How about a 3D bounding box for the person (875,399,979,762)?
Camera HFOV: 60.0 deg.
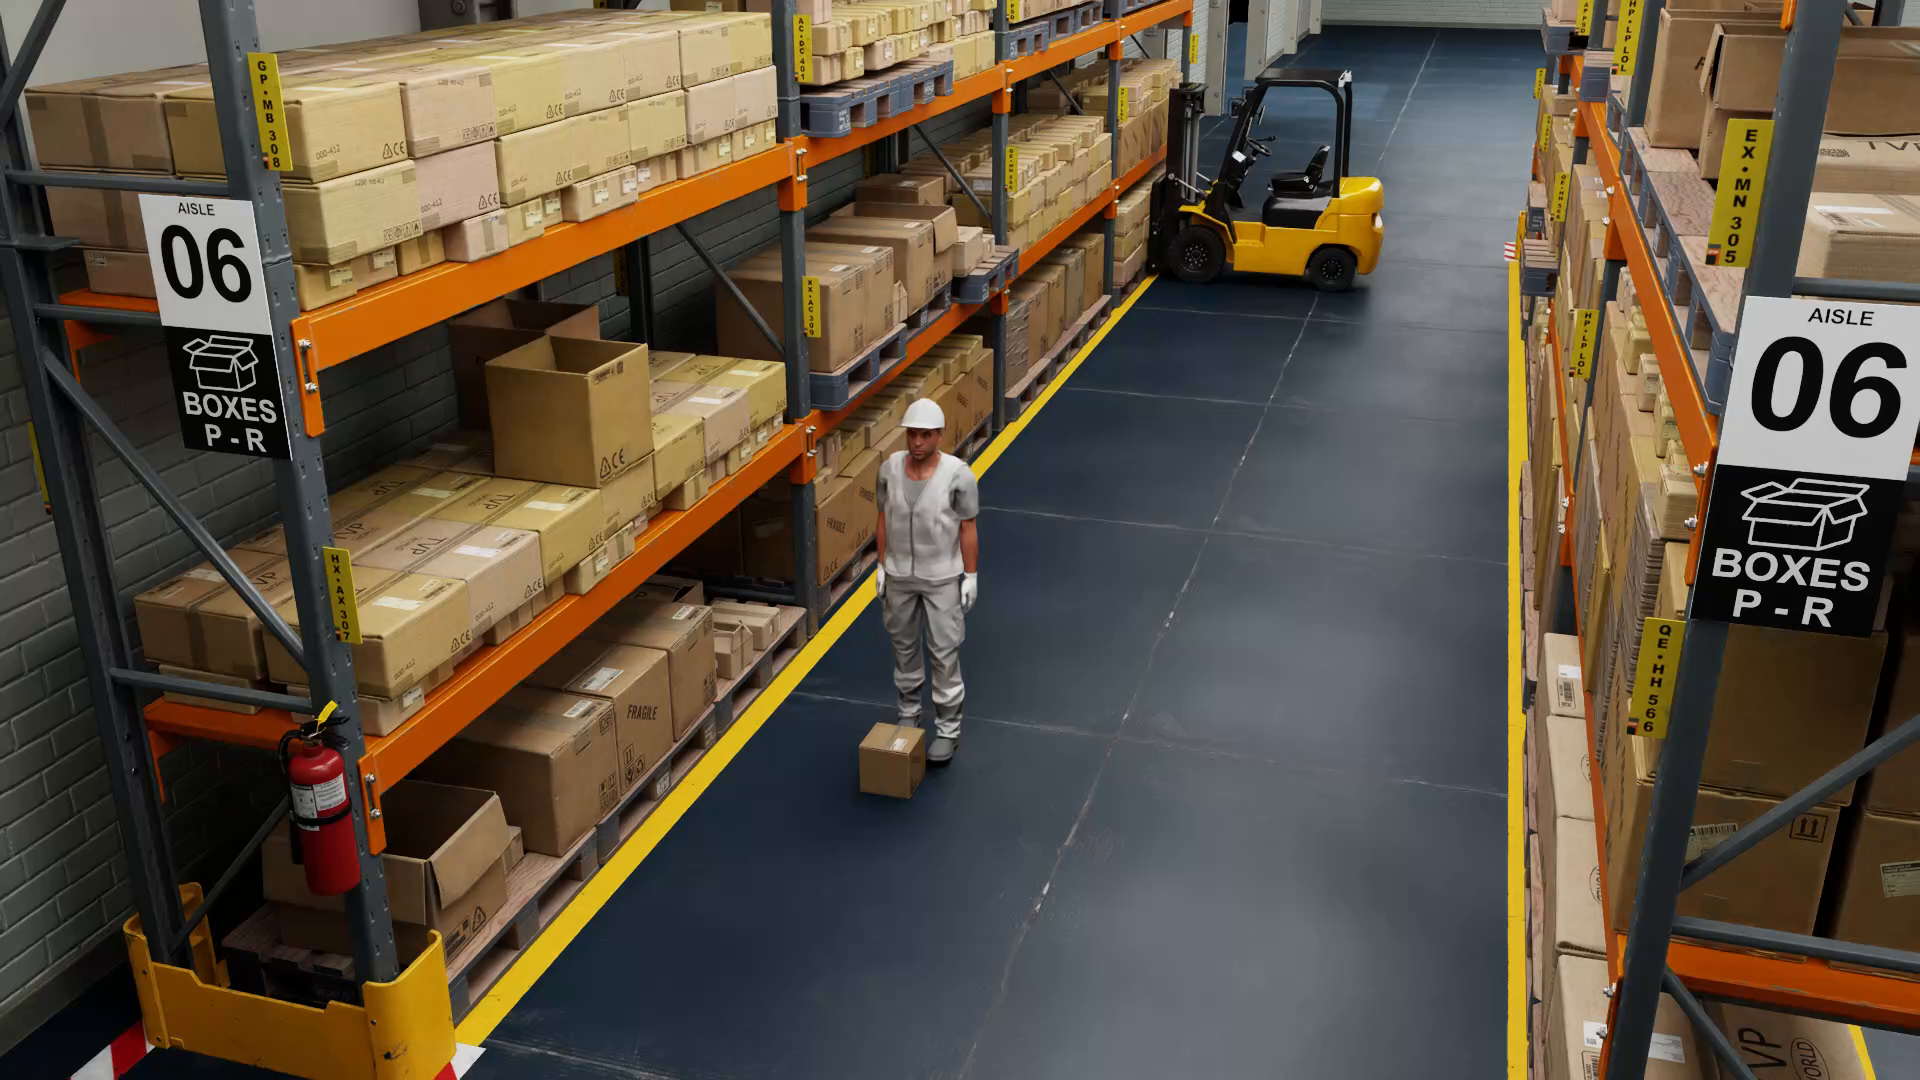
[{"bbox_3d":[-0.185,0.197,8.062,0.532,1.795,0.468,7,23,17],"label":"person"}]
